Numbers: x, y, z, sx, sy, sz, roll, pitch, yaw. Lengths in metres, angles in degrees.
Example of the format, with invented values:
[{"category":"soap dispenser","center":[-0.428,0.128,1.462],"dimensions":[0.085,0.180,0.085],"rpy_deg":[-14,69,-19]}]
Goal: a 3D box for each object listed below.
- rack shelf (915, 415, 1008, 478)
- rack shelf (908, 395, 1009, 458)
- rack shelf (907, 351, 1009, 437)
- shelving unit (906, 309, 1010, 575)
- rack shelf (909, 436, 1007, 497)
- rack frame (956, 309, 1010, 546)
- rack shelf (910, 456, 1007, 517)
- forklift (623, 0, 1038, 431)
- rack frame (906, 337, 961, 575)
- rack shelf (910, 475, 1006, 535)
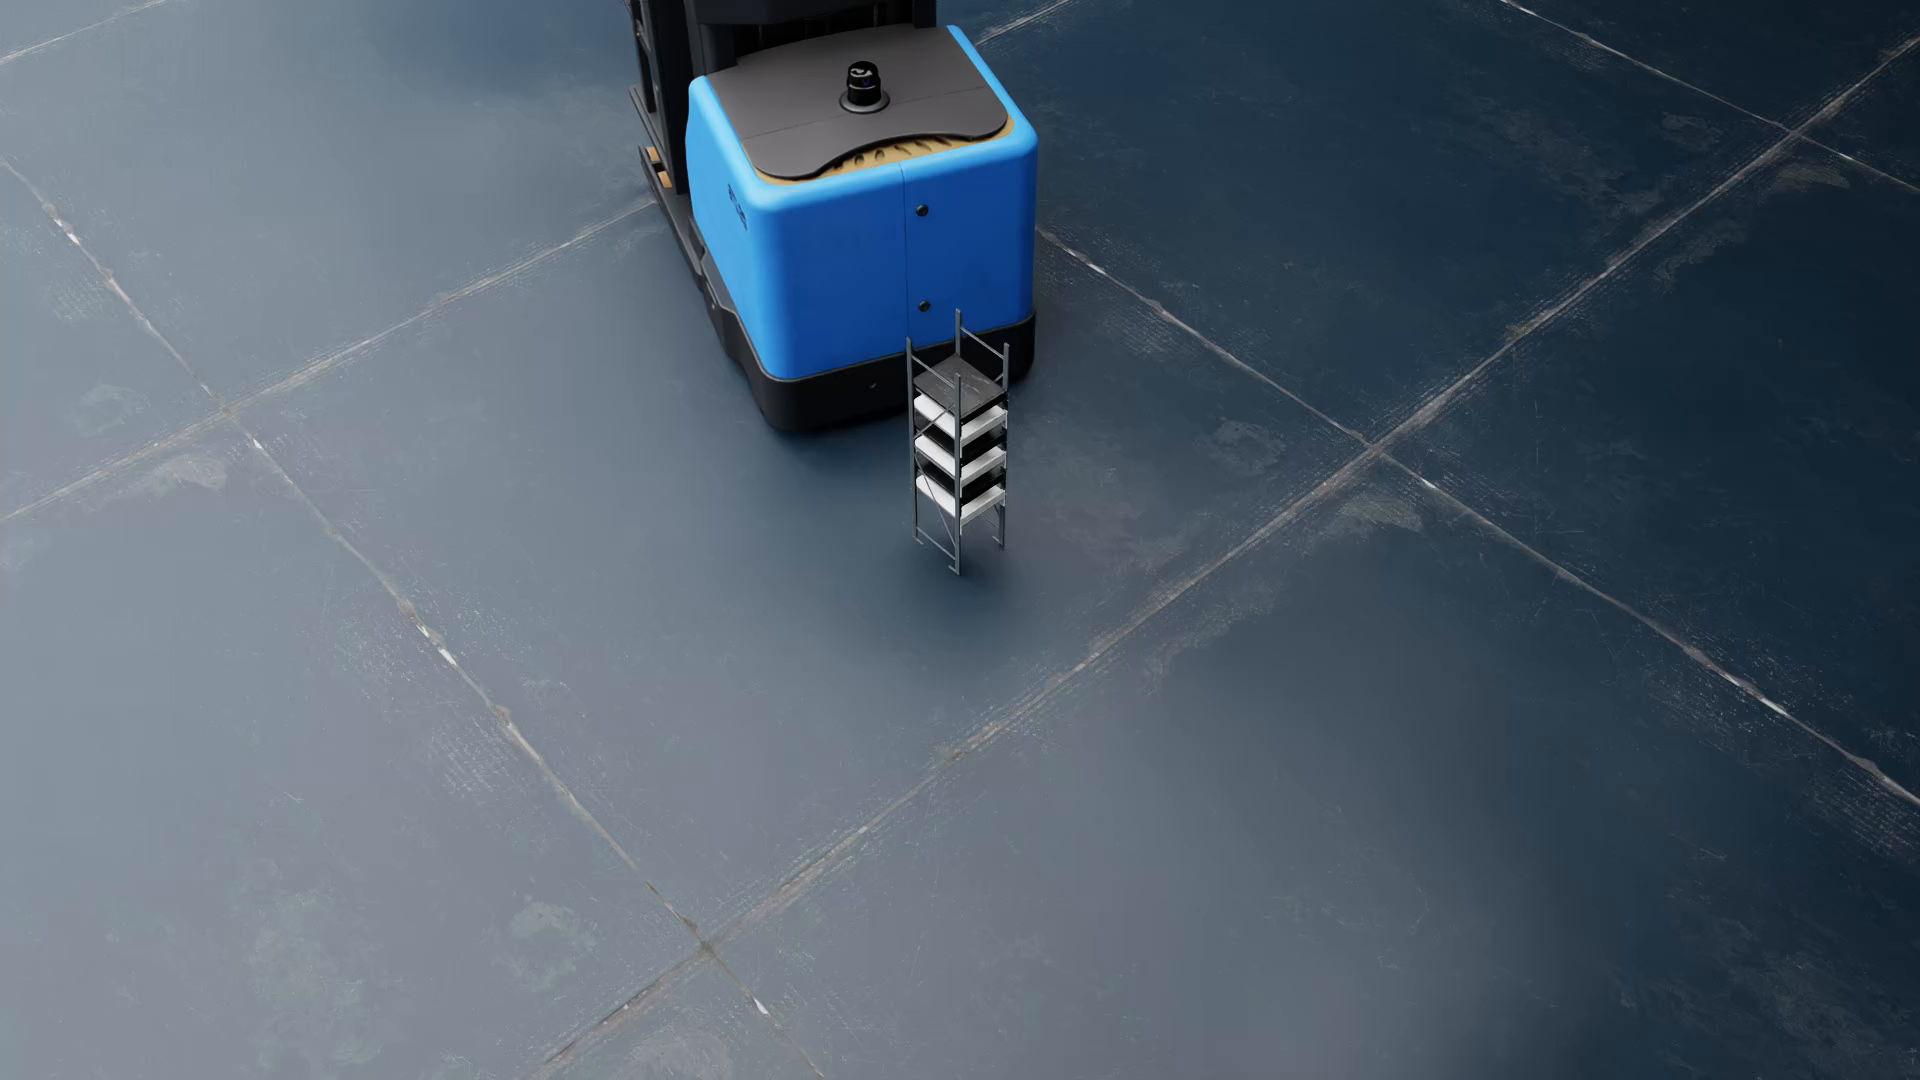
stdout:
[{"category":"rack shelf","center":[-0.006,-0.340,5.374],"dimensions":[0.200,0.077,0.258],"rpy_deg":[-34,56,-27]},{"category":"rack shelf","center":[-0.006,-0.401,5.308],"dimensions":[0.200,0.077,0.258],"rpy_deg":[-34,56,-27]},{"category":"rack shelf","center":[-0.006,-0.462,5.242],"dimensions":[0.200,0.077,0.258],"rpy_deg":[-34,56,-27]},{"category":"shelving unit","center":[-0.006,-0.301,5.416],"dimensions":[0.210,0.900,0.258],"rpy_deg":[-34,56,-27]},{"category":"rack shelf","center":[-0.006,-0.279,5.440],"dimensions":[0.200,0.077,0.258],"rpy_deg":[-34,56,-27]},{"category":"rack frame","center":[0.069,-0.351,5.462],"dimensions":[0.006,0.900,0.240],"rpy_deg":[-34,56,-27]},{"category":"rack shelf","center":[-0.006,-0.218,5.506],"dimensions":[0.200,0.077,0.258],"rpy_deg":[-34,56,-27]},{"category":"forklift","center":[-0.728,-2.492,6.055],"dimensions":[1.130,2.935,3.031],"rpy_deg":[-16,49,-14]},{"category":"rack frame","center":[-0.081,-0.251,5.369],"dimensions":[0.006,0.900,0.240],"rpy_deg":[-34,56,-27]},{"category":"rack shelf","center":[-0.006,-0.156,5.572],"dimensions":[0.200,0.077,0.258],"rpy_deg":[-34,56,-27]}]
